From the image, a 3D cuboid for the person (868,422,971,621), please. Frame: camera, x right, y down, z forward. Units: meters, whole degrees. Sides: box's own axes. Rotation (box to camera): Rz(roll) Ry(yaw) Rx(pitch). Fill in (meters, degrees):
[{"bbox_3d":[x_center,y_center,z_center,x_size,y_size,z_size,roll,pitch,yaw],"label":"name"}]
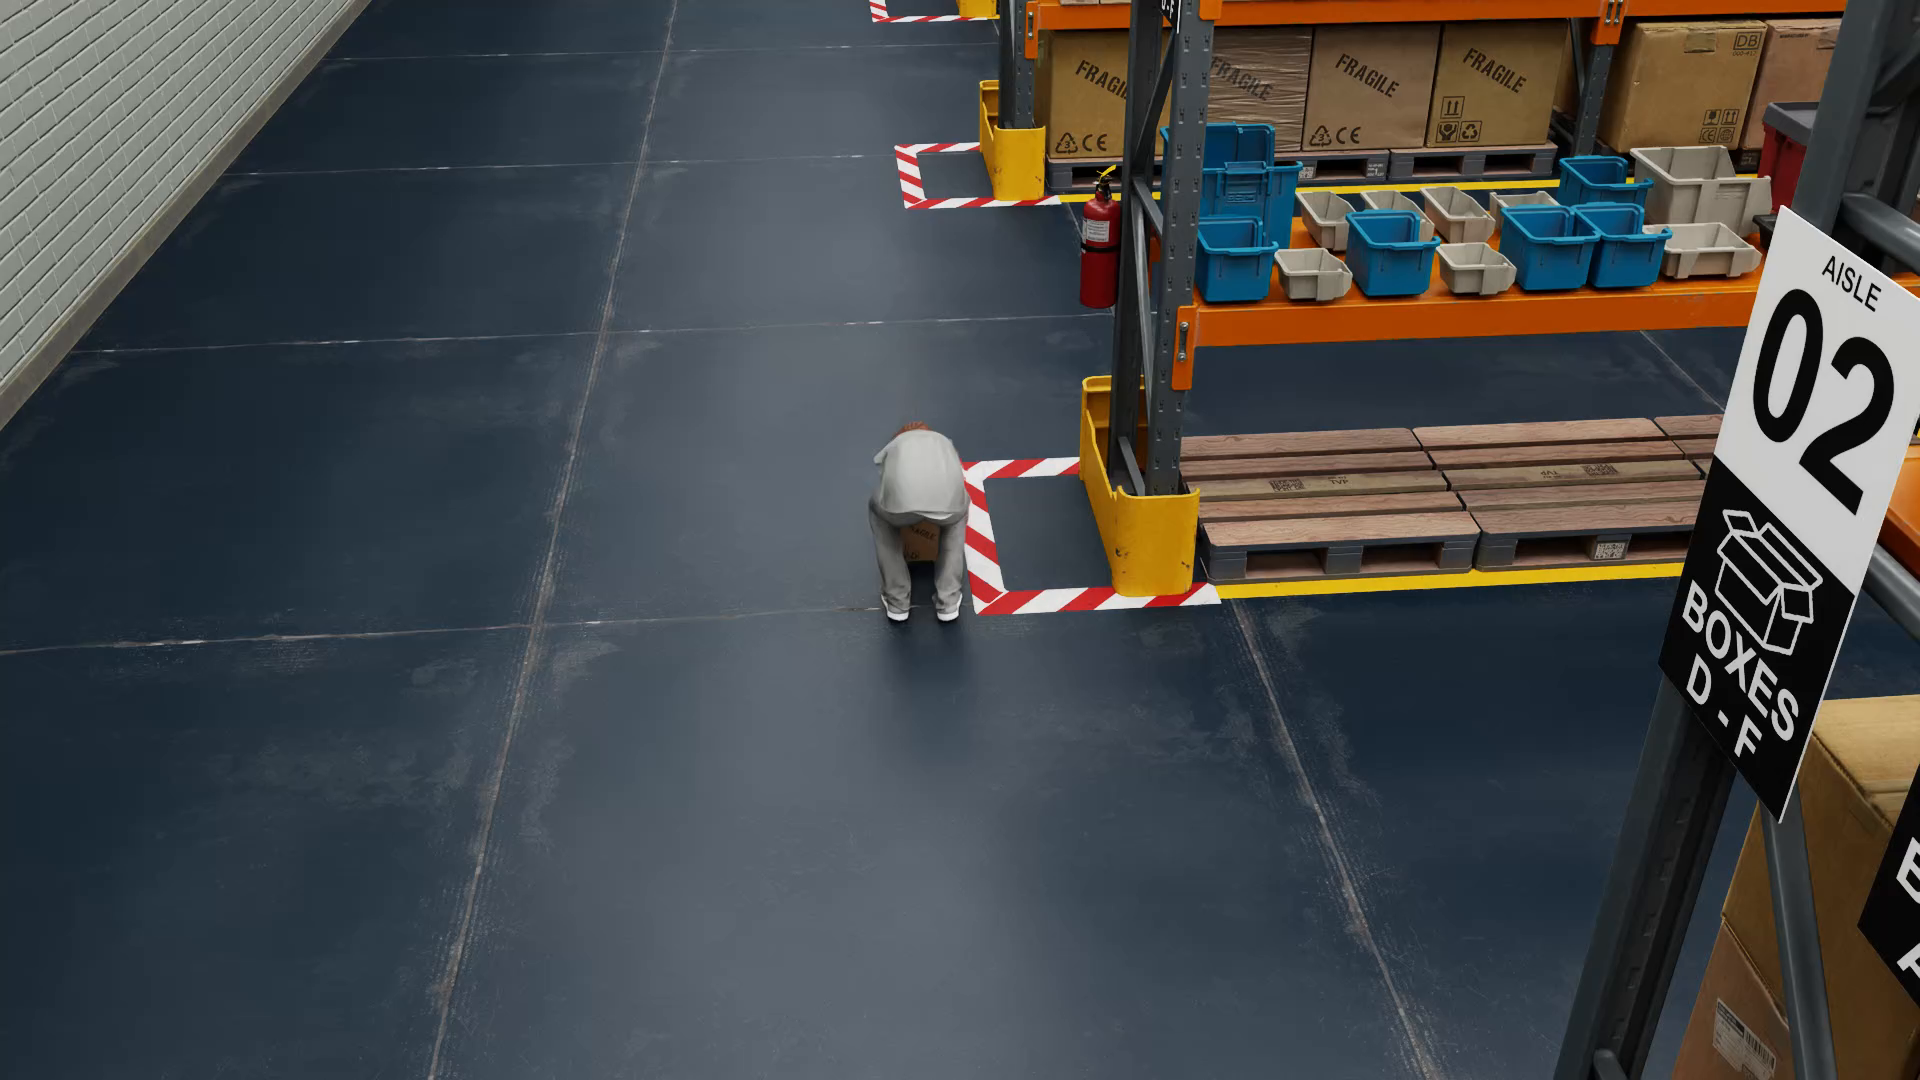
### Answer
[{"bbox_3d":[-0.176,-0.110,7.128,0.431,0.753,0.826,-2,32,-3],"label":"person"}]
